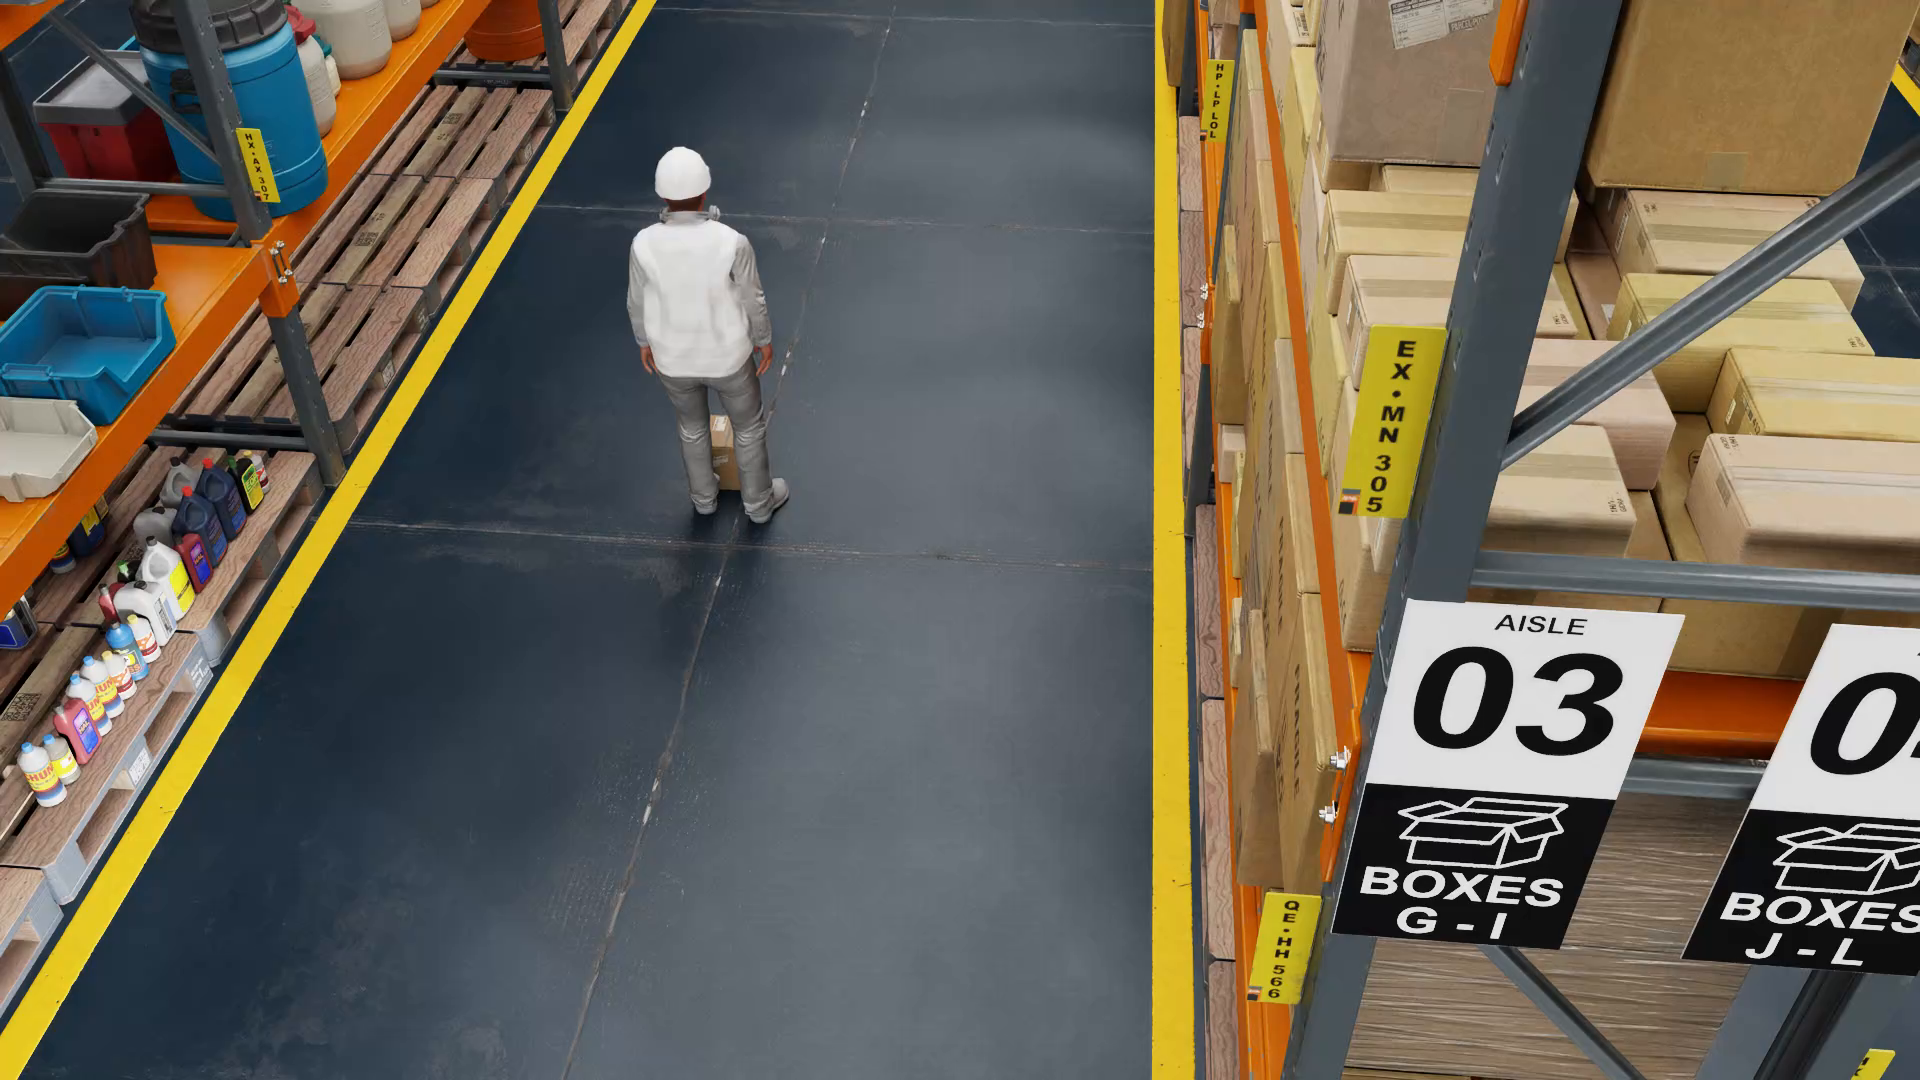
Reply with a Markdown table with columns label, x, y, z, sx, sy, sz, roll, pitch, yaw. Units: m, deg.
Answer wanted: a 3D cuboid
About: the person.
| label | x | y | z | sx | sy | sz | roll | pitch | yaw |
| --- | --- | --- | --- | --- | --- | --- | --- | --- | --- |
| person | -1.096 | -0.833 | 7.134 | 0.593 | 1.773 | 0.467 | 1 | 40 | 2 |
